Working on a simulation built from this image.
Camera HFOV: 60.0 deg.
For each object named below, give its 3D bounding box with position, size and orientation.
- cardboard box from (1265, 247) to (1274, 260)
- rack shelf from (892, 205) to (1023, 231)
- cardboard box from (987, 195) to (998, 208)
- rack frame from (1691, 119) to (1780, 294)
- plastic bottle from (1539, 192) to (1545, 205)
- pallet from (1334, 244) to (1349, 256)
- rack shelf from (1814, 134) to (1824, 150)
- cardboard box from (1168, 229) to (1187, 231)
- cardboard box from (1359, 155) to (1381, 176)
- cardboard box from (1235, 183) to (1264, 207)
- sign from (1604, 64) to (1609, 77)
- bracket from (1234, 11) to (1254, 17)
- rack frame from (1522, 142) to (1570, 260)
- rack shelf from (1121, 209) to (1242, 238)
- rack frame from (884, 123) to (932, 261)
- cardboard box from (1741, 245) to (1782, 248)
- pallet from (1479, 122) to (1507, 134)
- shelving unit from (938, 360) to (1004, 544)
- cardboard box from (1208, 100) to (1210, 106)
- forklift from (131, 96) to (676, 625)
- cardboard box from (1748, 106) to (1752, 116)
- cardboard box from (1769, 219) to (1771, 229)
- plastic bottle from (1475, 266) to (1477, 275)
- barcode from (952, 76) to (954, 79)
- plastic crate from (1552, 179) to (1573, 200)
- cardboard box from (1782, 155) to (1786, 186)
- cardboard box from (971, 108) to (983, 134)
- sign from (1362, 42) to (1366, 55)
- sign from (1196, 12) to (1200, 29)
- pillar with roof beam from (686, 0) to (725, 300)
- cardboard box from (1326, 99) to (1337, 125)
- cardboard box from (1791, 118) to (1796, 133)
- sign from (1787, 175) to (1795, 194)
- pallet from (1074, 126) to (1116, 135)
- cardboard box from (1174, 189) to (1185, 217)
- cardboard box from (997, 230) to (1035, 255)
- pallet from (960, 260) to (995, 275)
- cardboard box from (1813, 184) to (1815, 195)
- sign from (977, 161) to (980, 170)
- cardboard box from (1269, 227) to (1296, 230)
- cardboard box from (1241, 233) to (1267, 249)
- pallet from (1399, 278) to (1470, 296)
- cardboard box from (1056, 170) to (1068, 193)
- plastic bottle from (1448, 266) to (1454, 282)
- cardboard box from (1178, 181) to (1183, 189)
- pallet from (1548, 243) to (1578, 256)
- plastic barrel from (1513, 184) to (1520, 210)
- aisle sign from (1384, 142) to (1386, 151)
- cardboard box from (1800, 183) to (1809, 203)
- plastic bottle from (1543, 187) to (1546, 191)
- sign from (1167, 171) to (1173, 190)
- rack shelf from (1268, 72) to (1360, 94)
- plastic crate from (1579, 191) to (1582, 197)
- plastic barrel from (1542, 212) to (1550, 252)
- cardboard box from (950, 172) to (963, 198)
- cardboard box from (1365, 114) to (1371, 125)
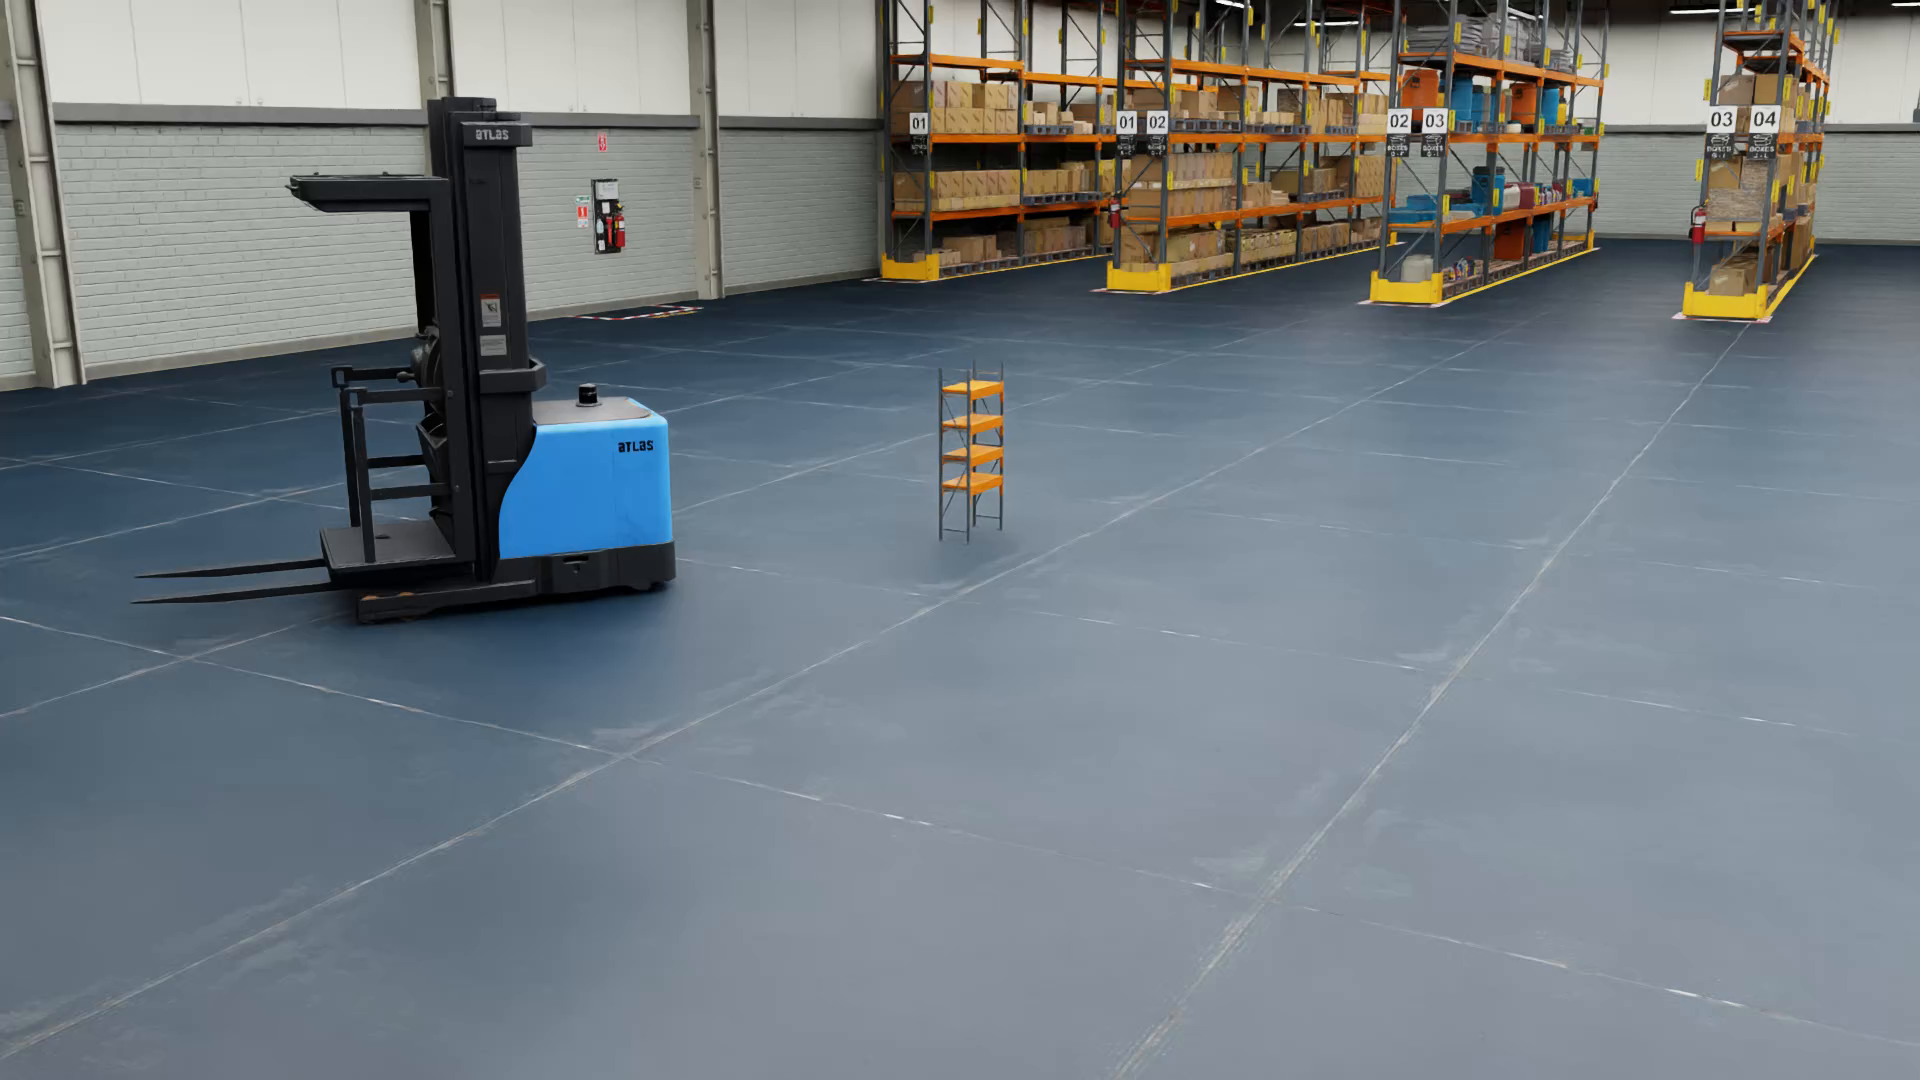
[{"bbox_3d":[6.402,-6.157,35.645,0.500,0.250,0.500,8,16,29],"label":"cardboard box"},{"bbox_3d":[-0.058,-6.720,34.543,1.077,0.370,4.000,7,15,28],"label":"rack shelf"},{"bbox_3d":[0.467,-7.079,34.775,0.500,0.250,0.500,7,15,28],"label":"cardboard box"},{"bbox_3d":[11.983,-4.976,25.773,1.000,3.000,0.127,7,15,28],"label":"rack frame"},{"bbox_3d":[12.677,-7.455,36.320,0.152,0.276,0.135,7,15,28],"label":"plastic bottle"},{"bbox_3d":[8.754,-7.034,40.261,1.003,0.211,1.213,7,15,28],"label":"pallet"},{"bbox_3d":[18.751,-8.957,37.420,1.077,0.370,4.000,7,15,28],"label":"rack shelf"},{"bbox_3d":[4.265,-5.887,32.923,0.500,0.500,0.500,7,15,28],"label":"cardboard box"},{"bbox_3d":[10.335,-9.478,42.100,0.500,0.500,0.500,8,16,30],"label":"cardboard box"},{"bbox_3d":[6.129,-7.335,35.345,0.500,0.500,0.500,7,15,28],"label":"cardboard box"},{"bbox_3d":[15.871,-11.520,40.807,0.100,0.325,0.005,7,15,28],"label":"sign"},{"bbox_3d":[8.629,-15.670,49.653,0.076,0.066,3.189,7,15,28],"label":"bracket"},{"bbox_3d":[13.448,-7.999,38.313,1.000,3.000,0.127,7,15,28],"label":"rack frame"},{"bbox_3d":[4.280,-6.160,32.218,1.077,0.370,4.000,7,15,28],"label":"rack shelf"},{"bbox_3d":[-1.025,-6.660,32.757,1.000,3.000,0.127,7,15,28],"label":"rack frame"},{"bbox_3d":[15.287,-5.361,31.765,0.700,0.500,0.500,6,15,23],"label":"cardboard box"},{"bbox_3d":[9.318,-7.565,30.516,1.213,0.211,1.003,7,15,28],"label":"pallet"},{"bbox_3d":[0.080,-0.617,11.534,0.258,1.200,0.503,7,15,28],"label":"shelving unit"},{"bbox_3d":[4.340,-8.377,32.065,0.797,0.503,0.637,9,16,34],"label":"cardboard box"},{"bbox_3d":[-3.317,-1.079,9.756,3.031,2.935,1.130,-6,15,-23],"label":"forklift"},{"bbox_3d":[12.319,-6.585,25.518,0.380,0.149,0.250,7,15,28],"label":"cardboard box"},{"bbox_3d":[12.831,-5.088,26.775,0.380,0.149,0.250,7,15,28],"label":"cardboard box"},{"bbox_3d":[9.678,-5.102,31.326,0.097,0.201,0.097,0,14,0],"label":"plastic bottle"},{"bbox_3d":[-0.140,-9.626,34.606,0.001,0.075,0.075,7,15,28],"label":"barcode"},{"bbox_3d":[14.100,-8.214,38.941,0.402,0.464,0.583,7,15,28],"label":"plastic crate"},{"bbox_3d":[13.212,-6.045,27.226,0.500,0.500,0.500,7,15,28],"label":"cardboard box"},{"bbox_3d":[0.134,-8.542,33.908,0.500,0.500,0.500,8,16,31],"label":"cardboard box"},{"bbox_3d":[10.573,-12.852,43.481,0.100,0.325,0.005,7,15,28],"label":"sign"},{"bbox_3d":[4.766,-10.388,33.259,0.100,0.325,0.005,7,15,28],"label":"sign"},{"bbox_3d":[-0.576,-8.099,25.927,9.100,9.000,0.400,7,15,28],"label":"pillar with roof beam"},{"bbox_3d":[8.503,-10.086,39.246,0.600,0.600,0.600,7,15,27],"label":"cardboard box"},{"bbox_3d":[13.925,-7.059,28.333,0.500,0.250,0.500,8,16,30],"label":"cardboard box"},{"bbox_3d":[14.395,-6.158,28.827,0.100,0.325,0.005,7,15,28],"label":"sign"},{"bbox_3d":[3.107,-9.805,39.808,1.213,0.211,1.003,8,16,31],"label":"pallet"},{"bbox_3d":[3.800,-6.350,31.261,0.700,0.500,0.500,8,16,29],"label":"cardboard box"},{"bbox_3d":[1.250,-6.632,37.037,0.700,0.500,0.500,8,16,30],"label":"cardboard box"},{"bbox_3d":[0.026,-5.732,34.857,1.003,0.211,1.213,7,15,28],"label":"pallet"},{"bbox_3d":[19.224,-7.992,37.970,0.500,0.250,0.500,7,15,26],"label":"cardboard box"},{"bbox_3d":[0.421,-8.105,36.283,0.100,0.325,0.005,7,15,28],"label":"sign"},{"bbox_3d":[7.427,-6.958,38.388,0.500,0.500,0.500,8,16,30],"label":"cardboard box"},{"bbox_3d":[6.160,-6.325,35.143,0.500,0.311,0.500,7,15,26],"label":"cardboard box"},{"bbox_3d":[8.631,-4.618,30.238,1.003,0.211,1.213,7,15,28],"label":"pallet"},{"bbox_3d":[2.041,-8.208,38.026,0.700,0.500,0.500,7,15,28],"label":"cardboard box"},{"bbox_3d":[8.797,-4.761,29.766,0.097,0.271,0.097,0,14,0],"label":"plastic bottle"},{"bbox_3d":[3.938,-6.625,31.015,0.380,0.149,0.250,7,15,28],"label":"cardboard box"},{"bbox_3d":[14.359,-7.050,40.326,1.003,0.211,1.213,7,15,28],"label":"pallet"},{"bbox_3d":[11.204,-6.998,33.920,0.421,0.512,0.421,0,14,0],"label":"plastic barrel"},{"bbox_3d":[11.349,-10.625,43.658,0.394,0.787,0.004,7,15,28],"label":"aisle sign"},{"bbox_3d":[17.552,-7.259,35.030,0.500,0.500,0.500,8,16,30],"label":"cardboard box"},{"bbox_3d":[13.075,-7.728,37.293,0.144,0.351,0.185,7,15,28],"label":"plastic bottle"},{"bbox_3d":[3.796,-6.494,30.055,0.100,0.325,0.005,7,15,28],"label":"sign"},{"bbox_3d":[8.147,-10.523,38.370,1.077,0.370,4.000,7,15,28],"label":"rack shelf"},{"bbox_3d":[14.994,-8.475,40.722,0.396,0.136,0.243,7,15,28],"label":"plastic crate"},{"bbox_3d":[13.170,-7.073,38.055,0.600,0.901,0.708,7,15,28],"label":"plastic barrel"},{"bbox_3d":[-0.284,-7.125,33.365,0.500,0.500,0.500,7,15,28],"label":"cardboard box"},{"bbox_3d":[9.807,-10.364,40.975,0.500,0.250,0.500,7,15,28],"label":"cardboard box"}]
